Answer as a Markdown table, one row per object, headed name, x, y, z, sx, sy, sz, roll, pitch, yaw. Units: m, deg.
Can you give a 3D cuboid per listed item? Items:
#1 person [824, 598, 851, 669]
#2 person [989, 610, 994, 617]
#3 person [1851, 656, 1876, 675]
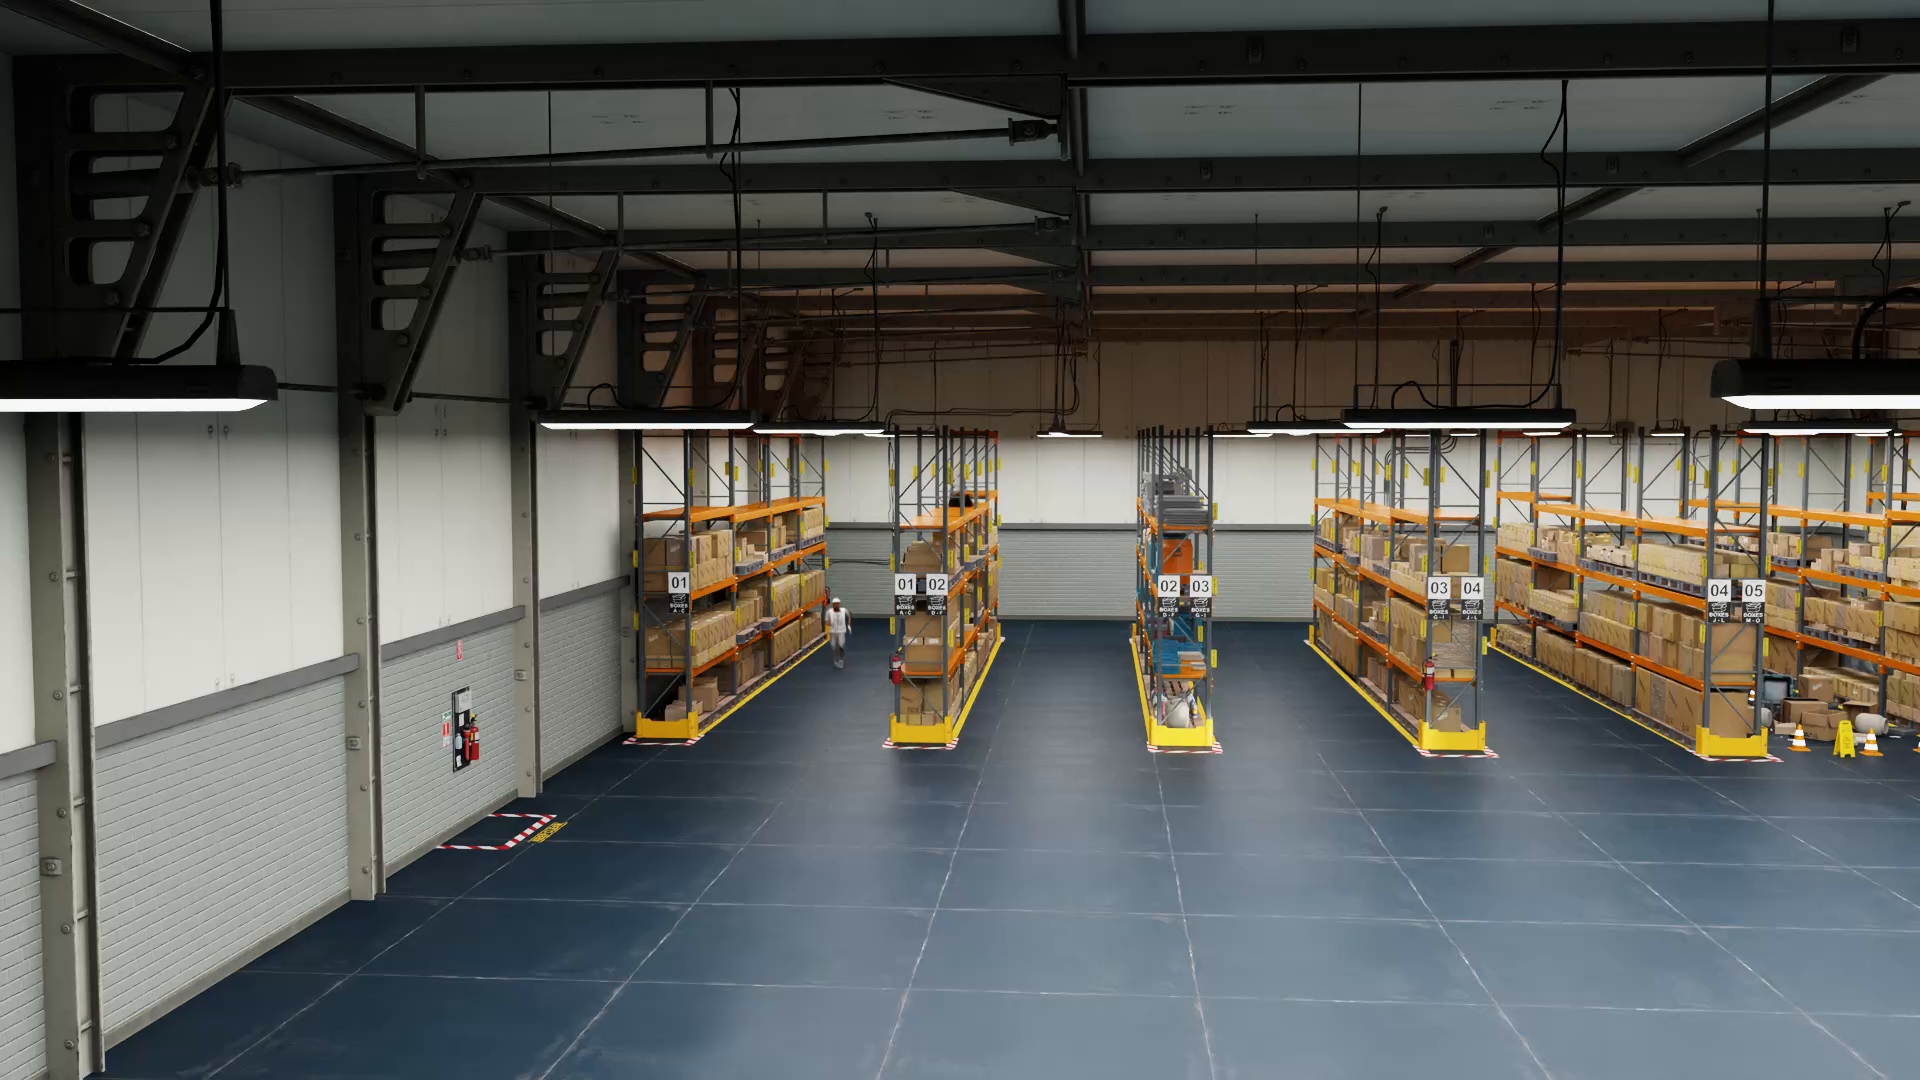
| name | x | y | z | sx | sy | sz | roll | pitch | yaw |
| --- | --- | --- | --- | --- | --- | --- | --- | --- | --- |
| person | -3.057 | 2.339 | 41.565 | 0.654 | 1.784 | 0.797 | 0 | 3 | 0 |
| person | 0.716 | 1.979 | 49.068 | 0.858 | 1.608 | 0.538 | 2 | 4 | 28 |
| person | 21.591 | 2.543 | 39.576 | 0.635 | 1.637 | 0.848 | 0 | 3 | -5 |
